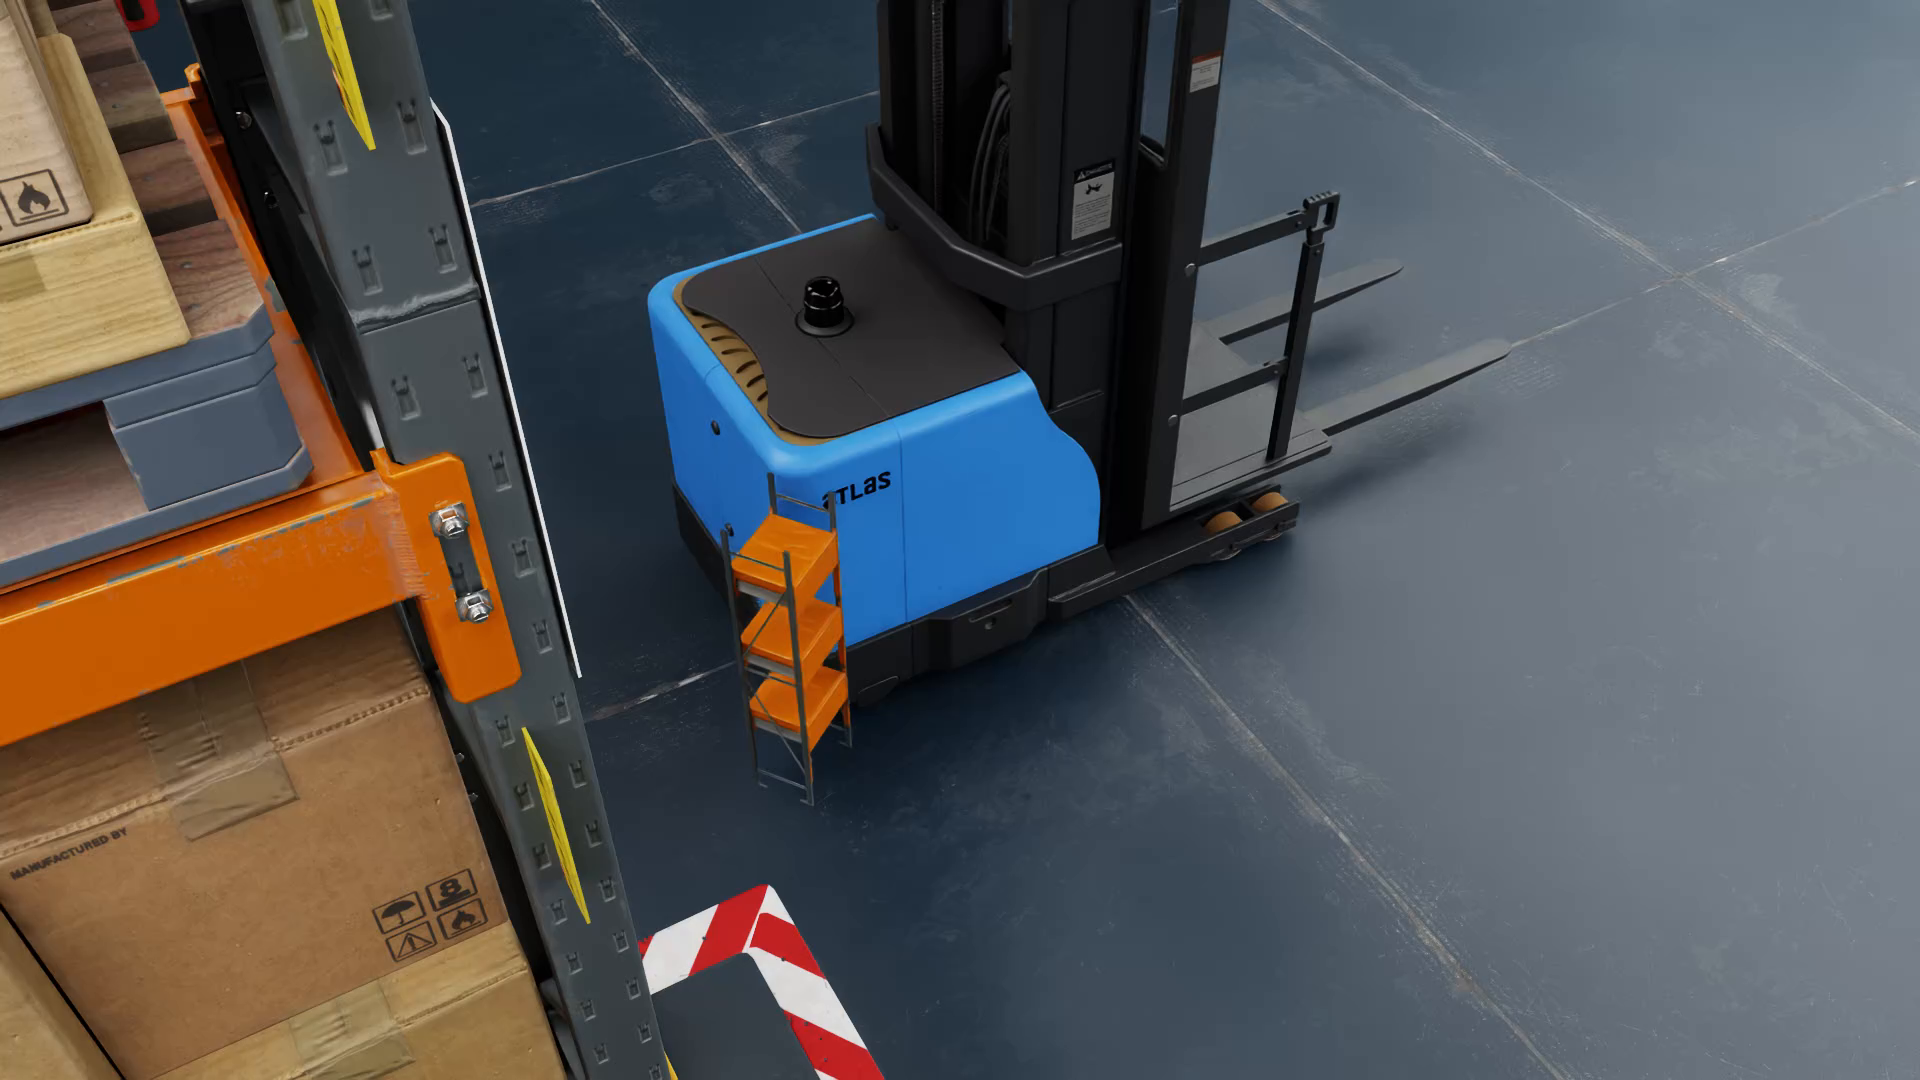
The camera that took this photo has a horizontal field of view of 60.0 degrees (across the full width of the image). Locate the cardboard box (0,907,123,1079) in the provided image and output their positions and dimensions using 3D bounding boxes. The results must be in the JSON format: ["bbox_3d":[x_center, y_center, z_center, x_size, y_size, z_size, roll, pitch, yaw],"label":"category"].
[{"bbox_3d":[-1.564,0.460,2.239,0.550,0.550,0.875,-22,48,-21],"label":"cardboard box"}]

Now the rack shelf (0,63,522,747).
[{"bbox_3d":[-2.526,0.425,1.521,4.000,0.370,1.077,-22,48,-21],"label":"rack shelf"}]

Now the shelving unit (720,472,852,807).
[{"bbox_3d":[-0.474,0.305,4.682,0.215,1.050,0.252,18,47,17],"label":"shelving unit"}]

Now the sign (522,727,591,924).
[{"bbox_3d":[-0.534,0.381,2.202,0.005,0.325,0.100,-22,48,-21],"label":"sign"}]

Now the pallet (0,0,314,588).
[{"bbox_3d":[-1.430,-0.231,1.745,1.213,0.211,1.003,-22,48,-21],"label":"pallet"}]

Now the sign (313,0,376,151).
[{"bbox_3d":[-0.534,-0.484,1.362,0.005,0.325,0.100,-22,48,-21],"label":"sign"}]

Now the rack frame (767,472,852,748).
[{"bbox_3d":[-0.423,0.228,4.761,0.200,1.050,0.008,18,47,17],"label":"rack frame"}]

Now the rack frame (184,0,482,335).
[{"bbox_3d":[-0.792,-1.603,0.941,0.127,3.000,1.000,-22,48,-21],"label":"rack frame"}]

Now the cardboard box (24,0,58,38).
[{"bbox_3d":[-1.249,-0.698,1.969,0.250,0.149,0.380,-21,48,-21],"label":"cardboard box"}]

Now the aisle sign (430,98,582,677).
[{"bbox_3d":[-0.581,-0.227,1.963,0.004,0.787,0.394,-22,48,-21],"label":"aisle sign"}]

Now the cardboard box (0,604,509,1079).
[{"bbox_3d":[-1.133,0.213,2.493,0.550,0.550,0.875,-22,48,-21],"label":"cardboard box"}]

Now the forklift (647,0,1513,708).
[{"bbox_3d":[0.576,-1.282,4.967,3.031,2.935,1.130,-22,48,-21],"label":"forklift"}]

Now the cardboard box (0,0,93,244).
[{"bbox_3d":[-1.077,-0.428,1.404,0.500,0.250,0.500,-21,48,-20],"label":"cardboard box"}]

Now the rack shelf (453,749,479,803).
[{"bbox_3d":[-2.526,1.502,2.566,4.000,0.370,1.077,-22,48,-21],"label":"rack shelf"}]

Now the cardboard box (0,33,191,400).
[{"bbox_3d":[-0.912,-0.303,1.562,0.250,0.149,0.380,-22,48,-21],"label":"cardboard box"}]

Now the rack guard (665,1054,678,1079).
[{"bbox_3d":[-0.771,1.438,3.909,0.348,0.500,1.175,-22,48,-21],"label":"rack guard"}]

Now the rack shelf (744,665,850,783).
[{"bbox_3d":[-0.474,0.512,4.882,0.215,0.259,0.240,18,47,17],"label":"rack shelf"}]

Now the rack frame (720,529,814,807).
[{"bbox_3d":[-0.525,0.381,4.602,0.200,1.050,0.008,18,47,17],"label":"rack frame"}]

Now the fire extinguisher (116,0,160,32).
[{"bbox_3d":[-3.017,-2.138,5.855,0.183,0.674,0.296,-22,48,-21],"label":"fire extinguisher"}]

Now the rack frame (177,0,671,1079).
[{"bbox_3d":[-0.792,0.549,3.030,0.127,3.000,1.000,-22,48,-21],"label":"rack frame"}]

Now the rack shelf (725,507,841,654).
[{"bbox_3d":[-0.473,0.108,4.492,0.215,0.259,0.240,18,47,17],"label":"rack shelf"}]

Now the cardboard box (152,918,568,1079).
[{"bbox_3d":[-1.091,0.652,2.817,0.550,0.550,0.875,-22,48,-21],"label":"cardboard box"}]

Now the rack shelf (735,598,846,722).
[{"bbox_3d":[-0.474,0.312,4.689,0.215,0.259,0.240,18,47,17],"label":"rack shelf"}]
